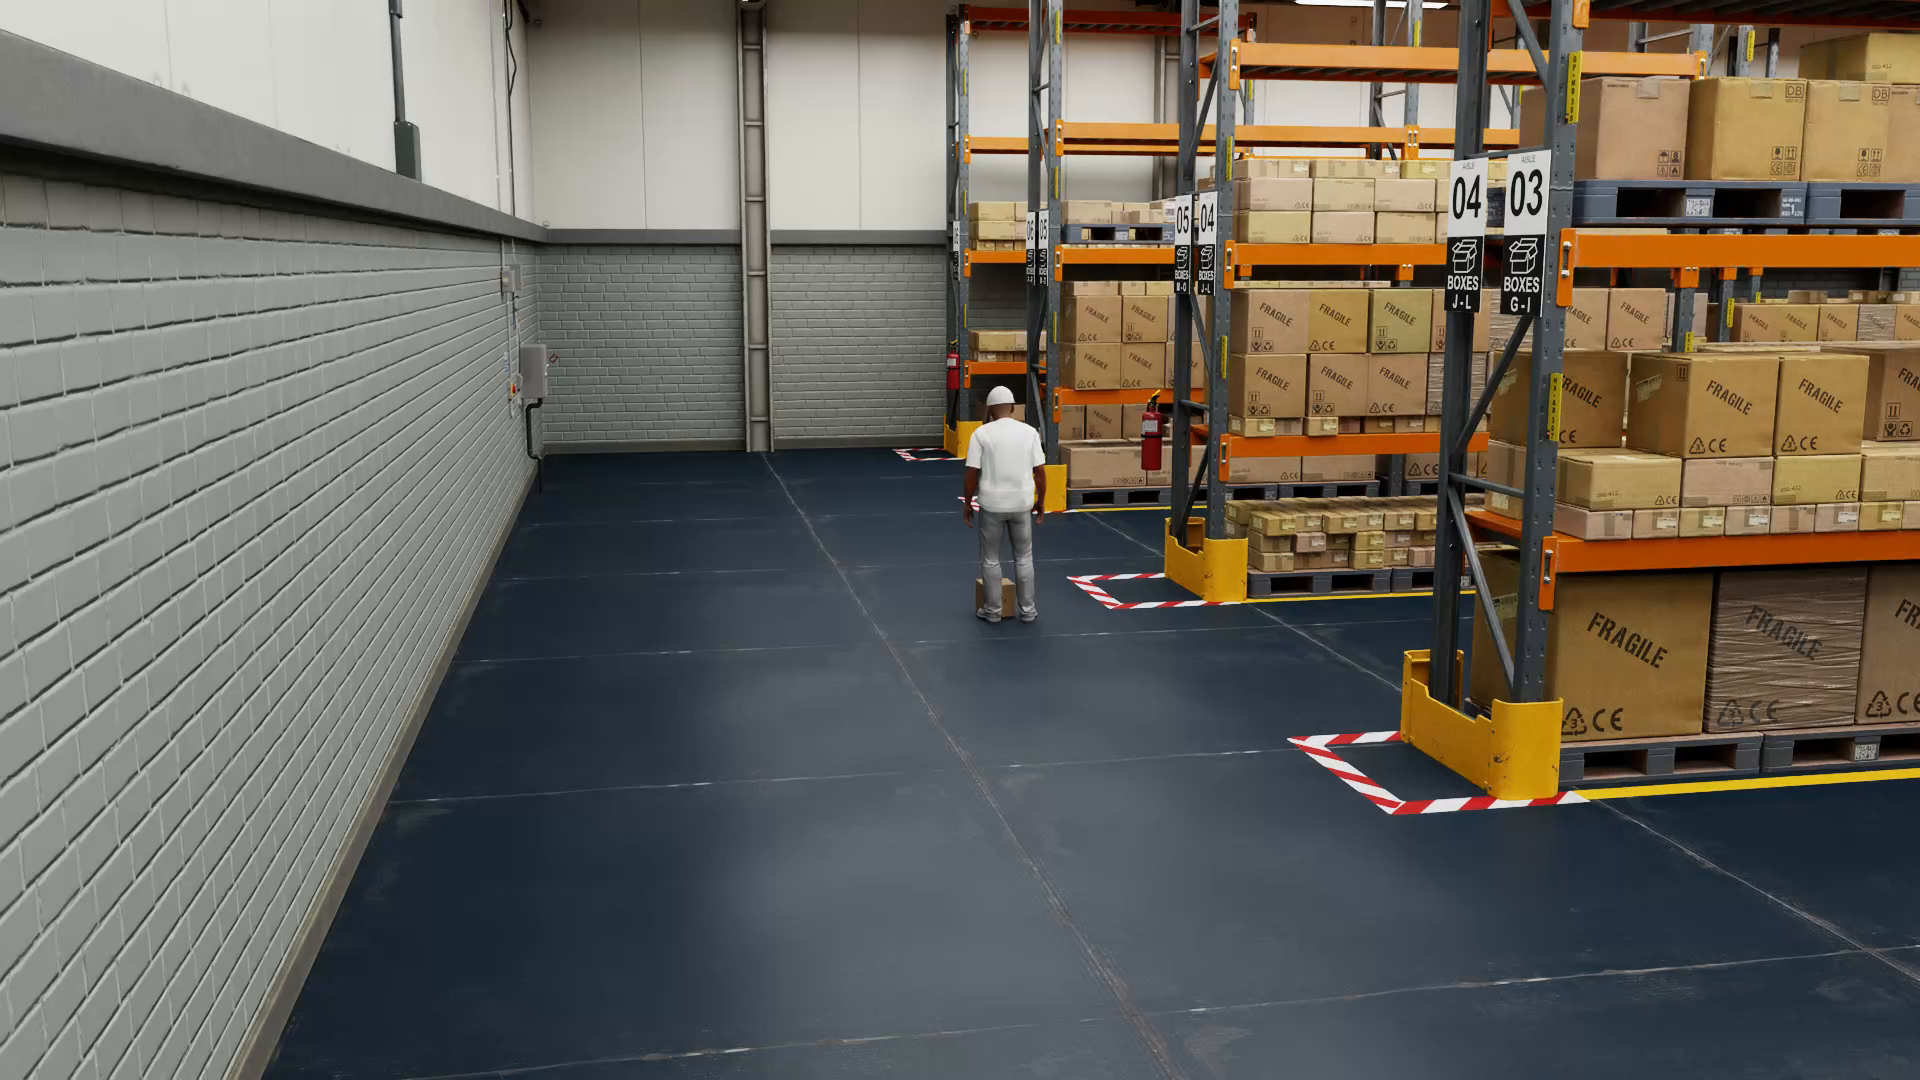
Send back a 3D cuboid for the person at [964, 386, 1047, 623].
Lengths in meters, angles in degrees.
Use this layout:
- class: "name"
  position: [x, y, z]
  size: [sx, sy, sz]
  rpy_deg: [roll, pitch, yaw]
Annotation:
- class: "person"
  position: [0.333, -0.264, 12.398]
  size: [0.628, 1.761, 0.457]
  rpy_deg: [-2, 10, -11]
